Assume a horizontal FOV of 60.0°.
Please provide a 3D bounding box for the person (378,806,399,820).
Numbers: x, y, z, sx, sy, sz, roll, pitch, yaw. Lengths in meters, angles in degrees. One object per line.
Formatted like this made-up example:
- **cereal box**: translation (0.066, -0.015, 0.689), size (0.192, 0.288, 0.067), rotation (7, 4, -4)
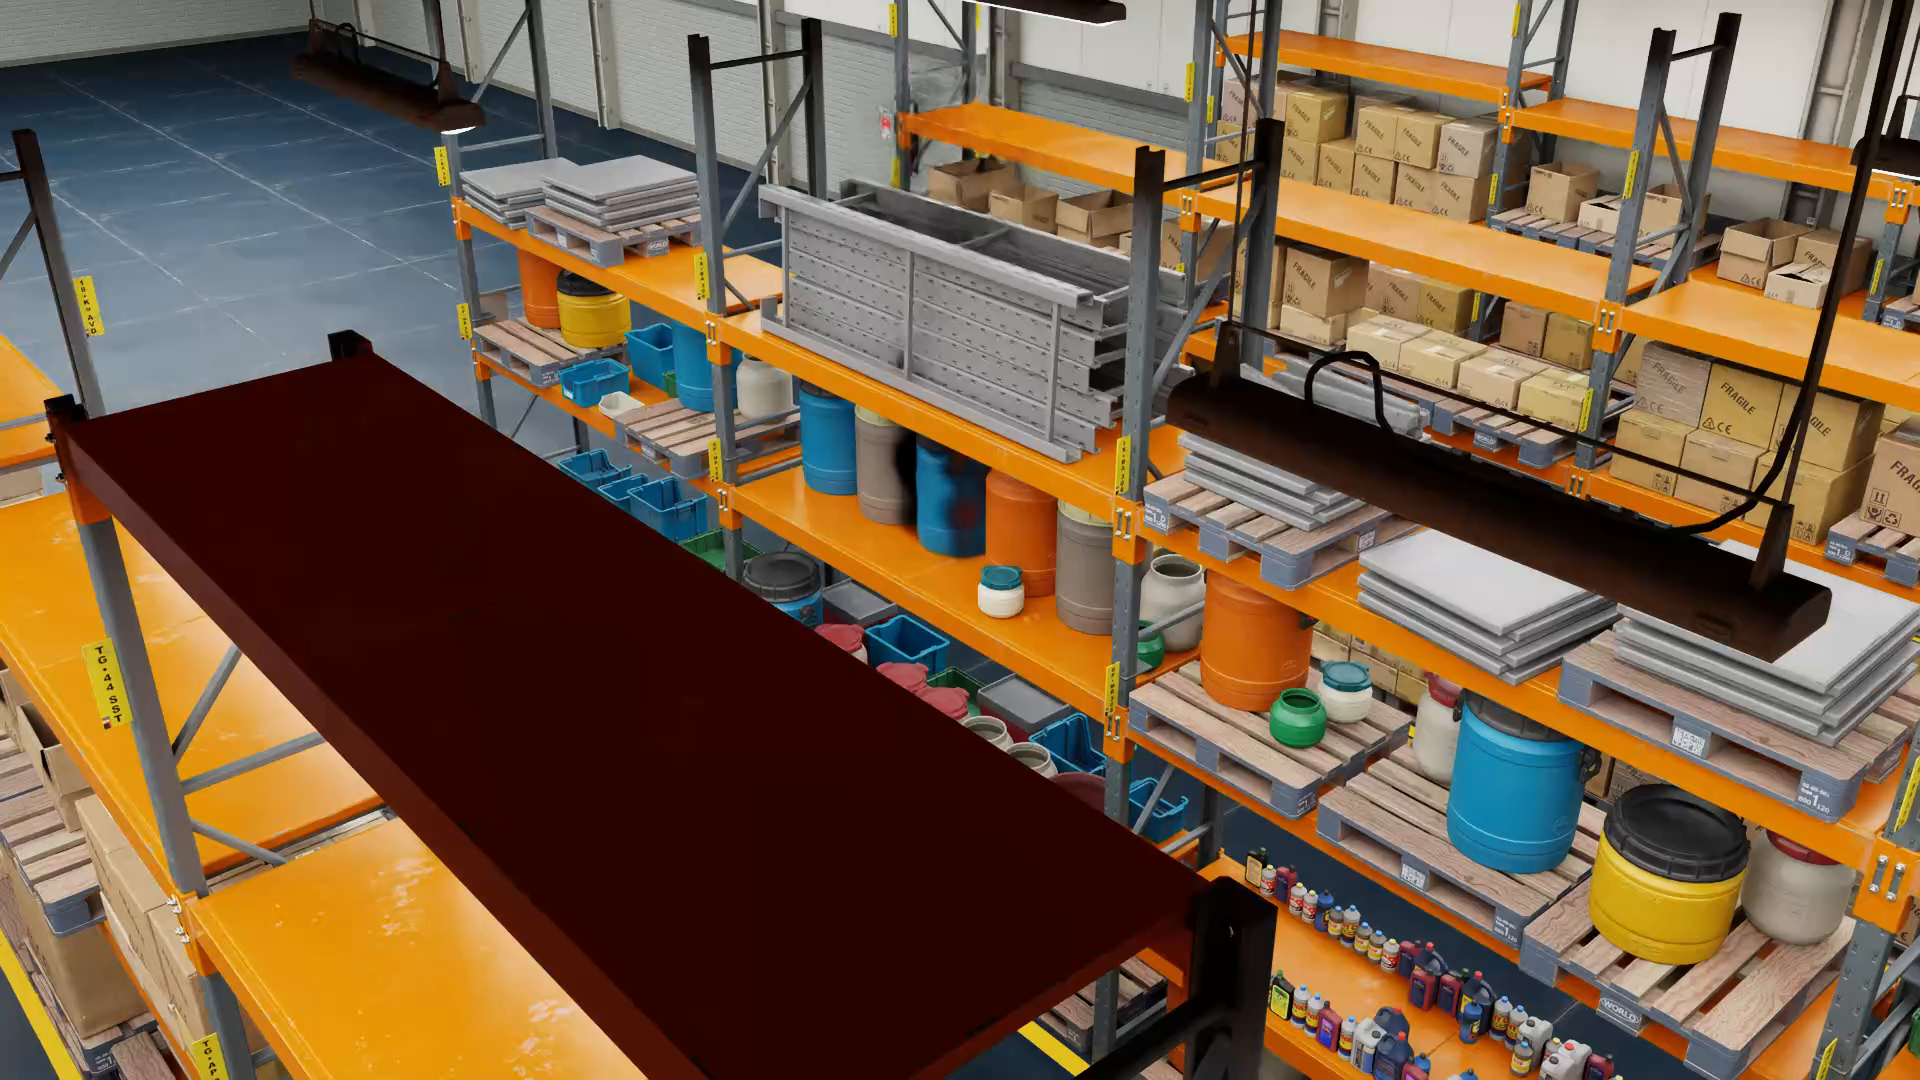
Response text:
- **person**: translation (-4.635, 1.375, 12.922), size (0.624, 1.739, 0.681), rotation (17, 31, 29)
